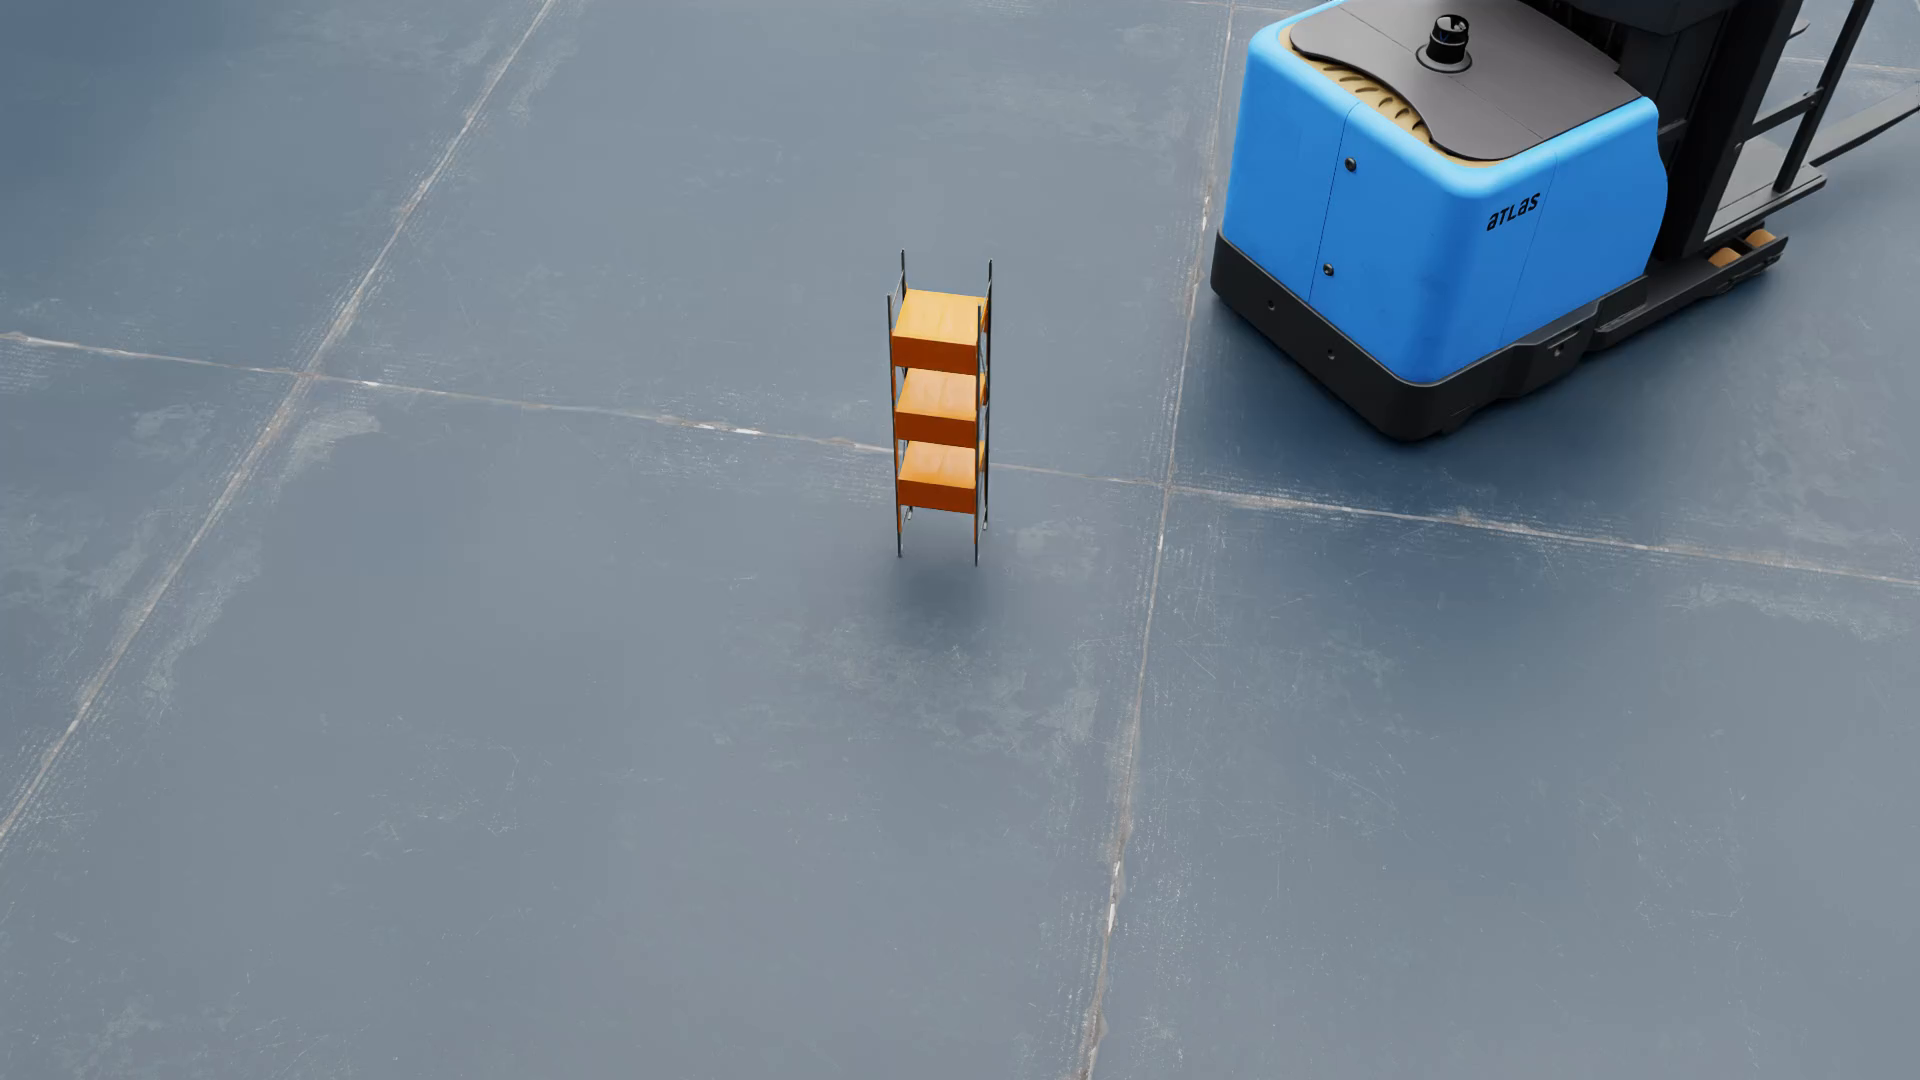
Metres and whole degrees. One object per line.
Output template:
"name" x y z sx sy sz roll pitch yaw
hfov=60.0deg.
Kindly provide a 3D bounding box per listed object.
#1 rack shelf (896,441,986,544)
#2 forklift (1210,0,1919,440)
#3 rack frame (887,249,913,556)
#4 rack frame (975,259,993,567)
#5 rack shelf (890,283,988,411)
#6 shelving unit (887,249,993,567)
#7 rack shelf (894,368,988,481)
"rack shelf" -0.053 -0.165 5.080 0.240 0.259 0.215 8 49 7
"forklift" 2.410 -2.176 5.235 3.031 2.935 1.130 -26 53 -22
"rack frame" -0.173 -0.374 4.880 0.008 1.050 0.200 8 49 7
"rack frame" 0.067 -0.342 4.851 0.008 1.050 0.200 8 49 7
"rack shelf" -0.053 -0.541 4.663 0.240 0.259 0.215 8 49 7
"shelving unit" -0.053 -0.358 4.866 0.252 1.050 0.215 8 49 7
"rack shelf" -0.053 -0.351 4.874 0.240 0.259 0.215 8 49 7
